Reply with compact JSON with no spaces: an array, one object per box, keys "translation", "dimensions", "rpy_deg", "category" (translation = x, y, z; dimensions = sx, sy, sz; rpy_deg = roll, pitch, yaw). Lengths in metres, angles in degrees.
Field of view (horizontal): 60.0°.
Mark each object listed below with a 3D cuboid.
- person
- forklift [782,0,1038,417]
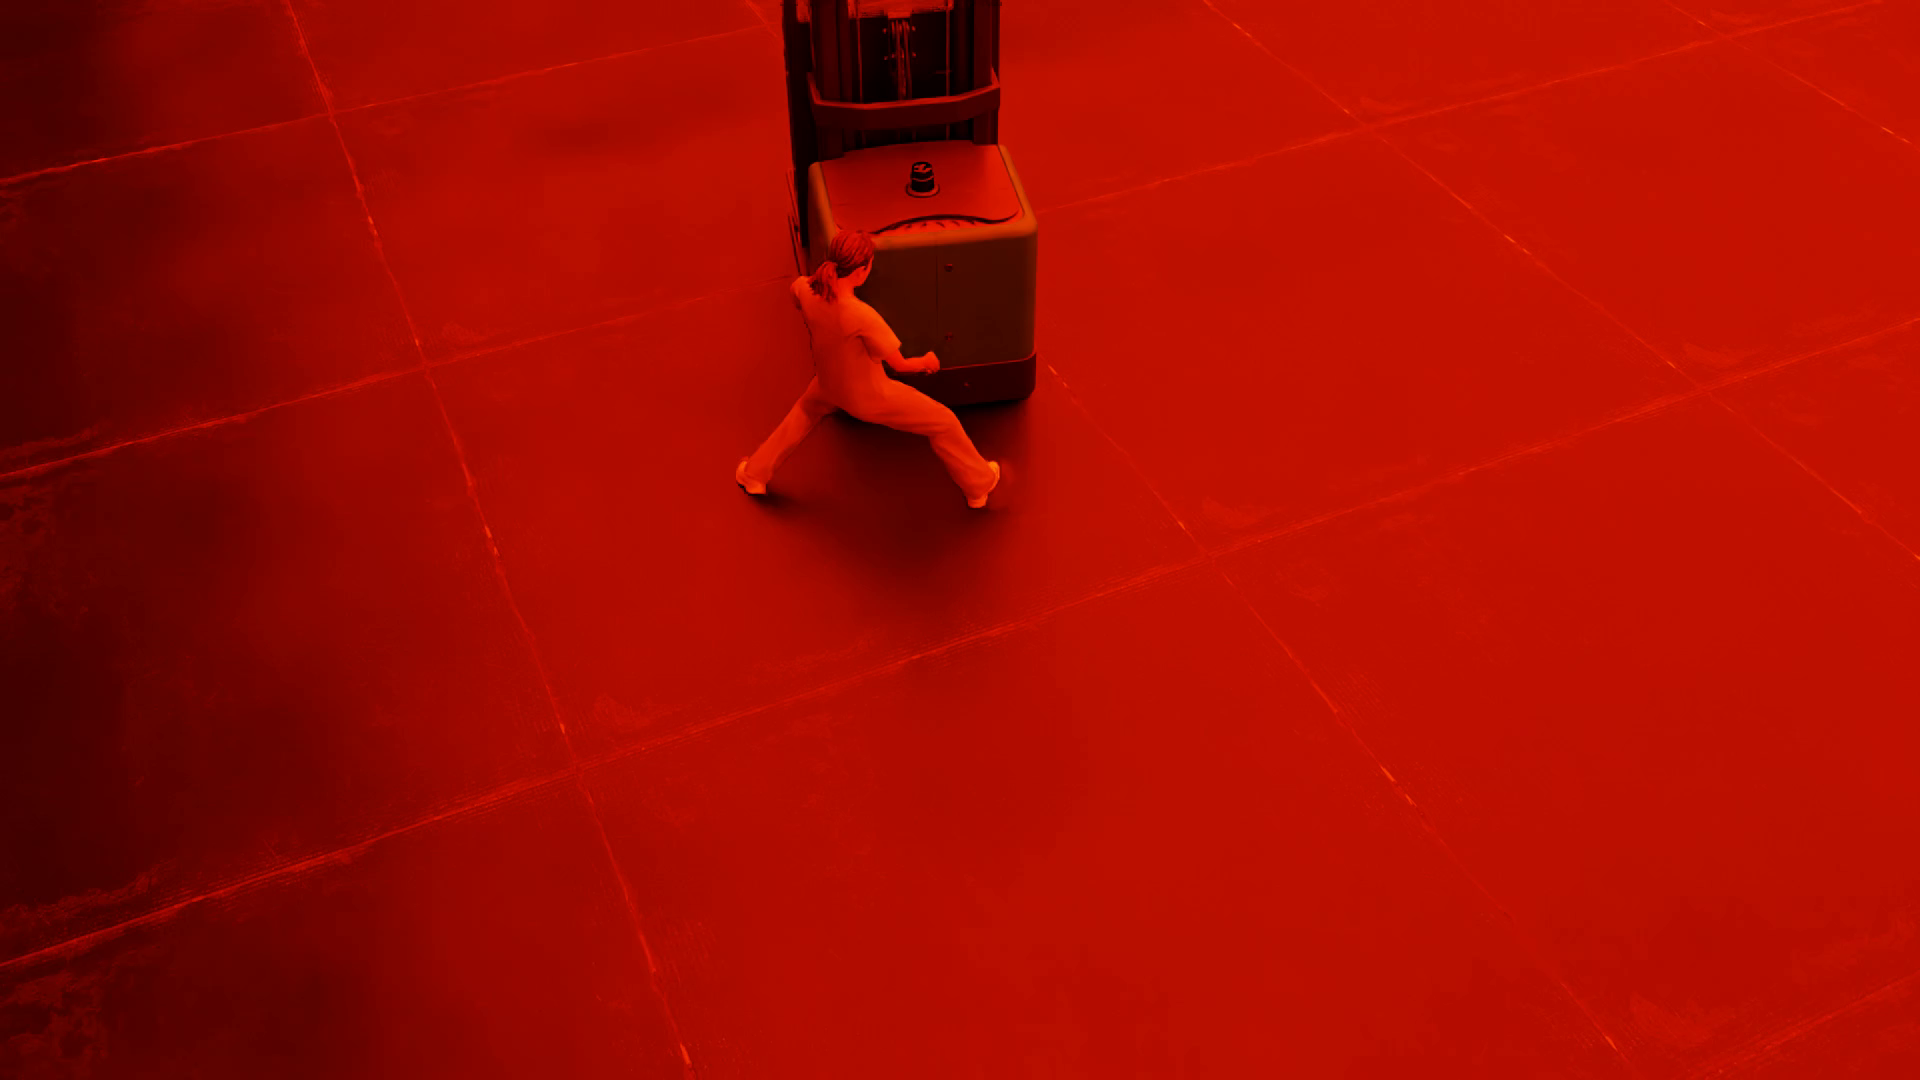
[{"translation":[-0.449,-0.812,7.622],"dimensions":[1.099,1.503,0.961],"rpy_deg":[31,51,29],"category":"person"},{"translation":[-0.387,-2.706,8.580],"dimensions":[1.130,2.935,3.031],"rpy_deg":[-7,44,-8],"category":"forklift"}]
